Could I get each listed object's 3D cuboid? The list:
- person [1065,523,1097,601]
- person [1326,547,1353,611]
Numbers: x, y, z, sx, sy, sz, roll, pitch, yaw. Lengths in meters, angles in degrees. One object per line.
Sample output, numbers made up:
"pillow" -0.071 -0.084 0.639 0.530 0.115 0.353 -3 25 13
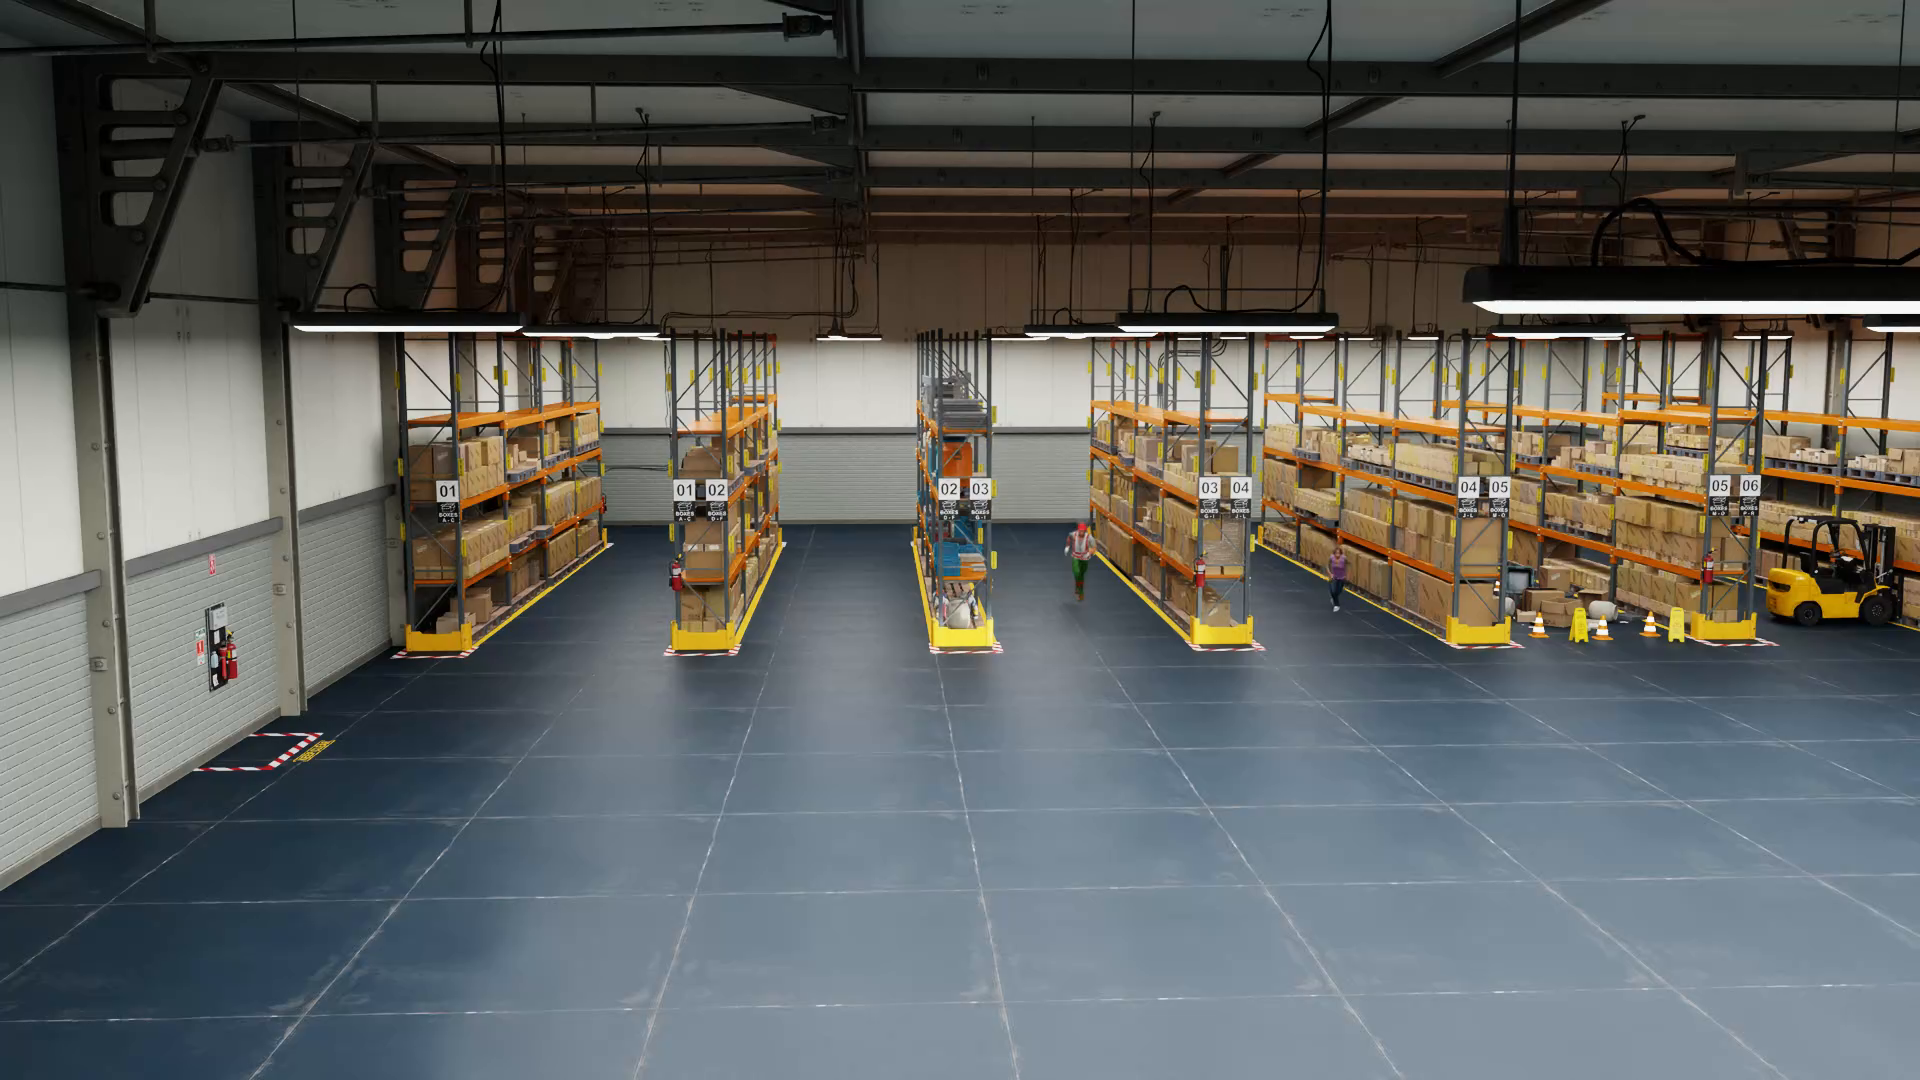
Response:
"person" 2.588 0.432 35.743 0.685 1.684 1.057 0 7 4
"person" 8.119 0.827 35.637 0.561 1.428 0.785 1 7 11
